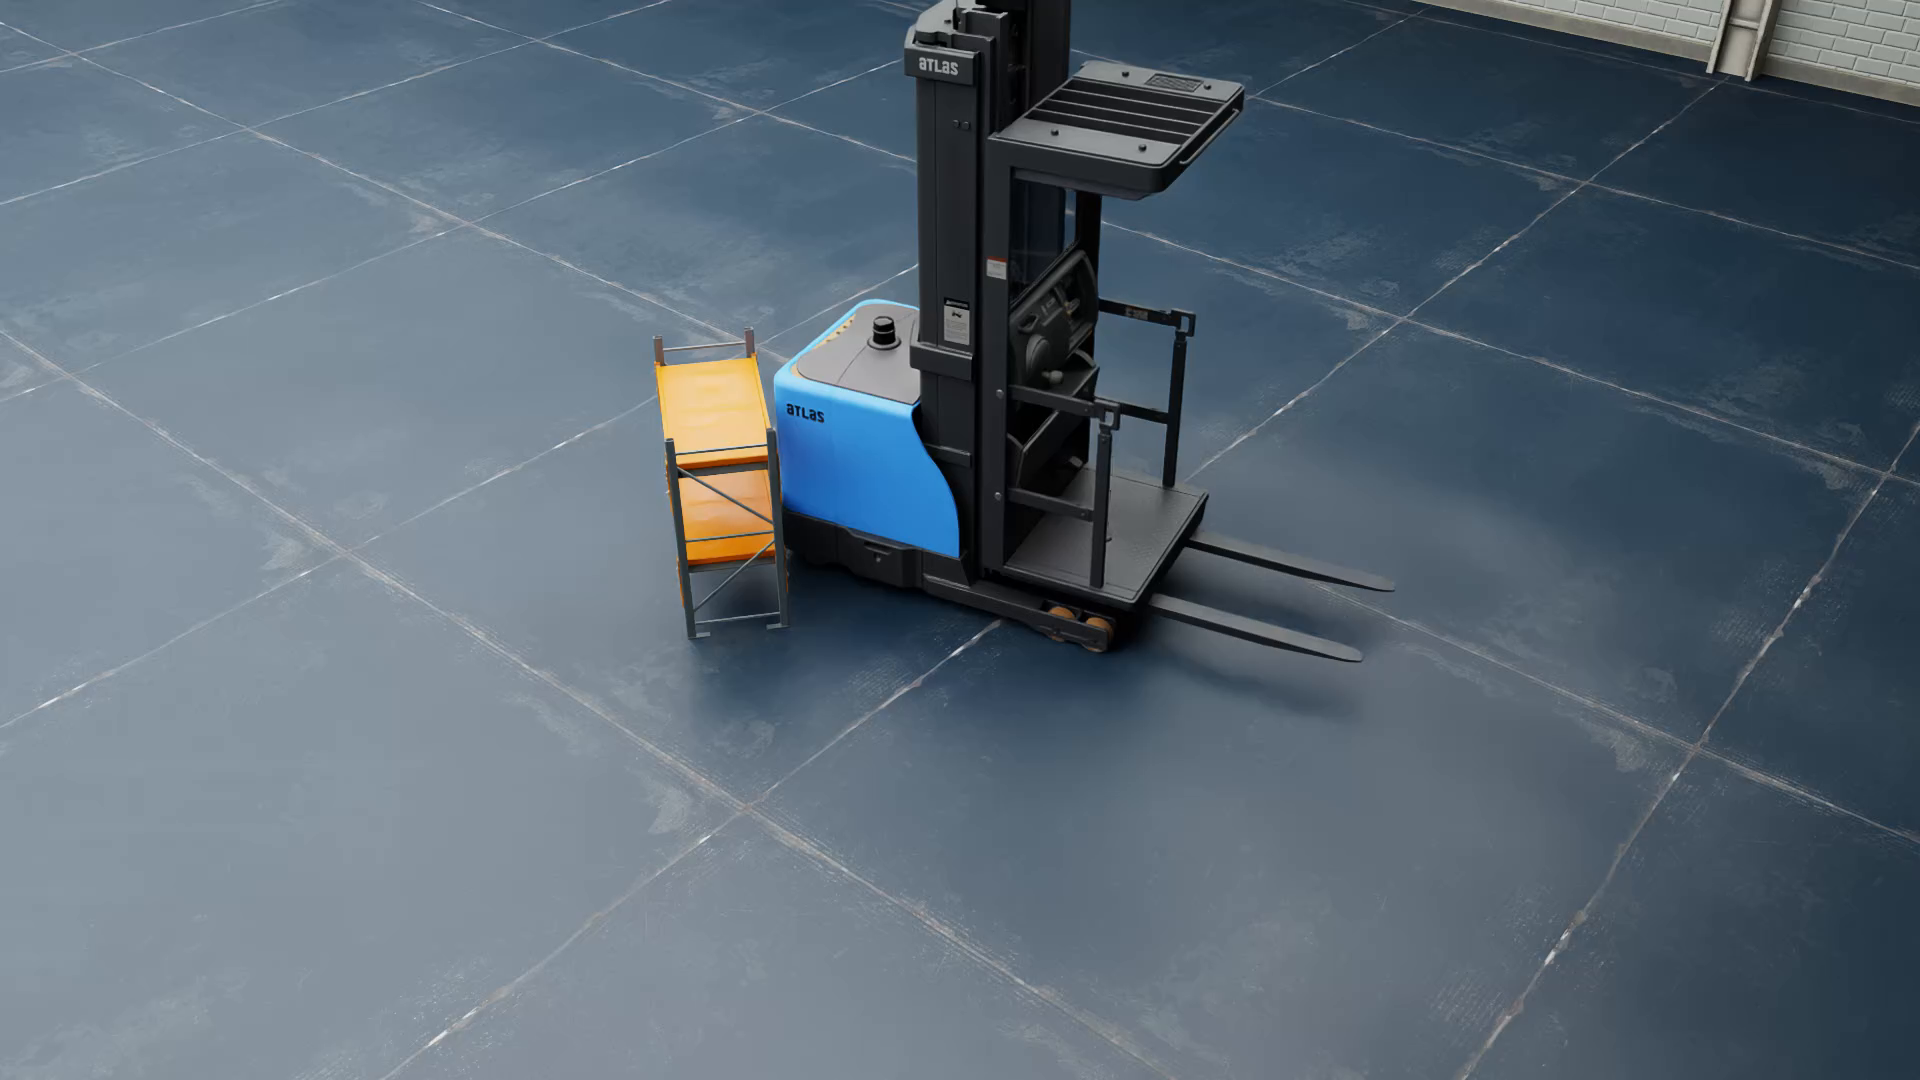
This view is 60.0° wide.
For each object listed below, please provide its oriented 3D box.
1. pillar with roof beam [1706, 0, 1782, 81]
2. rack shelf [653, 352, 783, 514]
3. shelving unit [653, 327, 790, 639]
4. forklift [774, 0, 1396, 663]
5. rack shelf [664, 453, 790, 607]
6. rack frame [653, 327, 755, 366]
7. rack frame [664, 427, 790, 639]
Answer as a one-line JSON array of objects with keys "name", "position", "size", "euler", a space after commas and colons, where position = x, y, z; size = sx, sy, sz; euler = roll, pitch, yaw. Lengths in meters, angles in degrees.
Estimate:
[{"name": "pillar with roof beam", "position": [4.209, -6.044, 9.684], "size": [0.400, 9.000, 9.100], "euler": [25, 42, 32]}, {"name": "rack shelf", "position": [-1.190, -0.538, 8.105], "size": [0.538, 0.278, 1.000], "euler": [-7, 35, -10]}, {"name": "shelving unit", "position": [-1.190, -0.297, 8.271], "size": [0.538, 1.125, 1.048], "euler": [-7, 35, -10]}, {"name": "forklift", "position": [0.625, -1.010, 7.715], "size": [3.031, 2.935, 1.130], "euler": [15, 37, 21]}, {"name": "rack shelf", "position": [-1.190, -0.095, 8.409], "size": [0.538, 0.278, 1.000], "euler": [-7, 35, -10]}, {"name": "rack frame", "position": [-1.292, -0.579, 8.681], "size": [0.500, 1.125, 0.032], "euler": [-7, 35, -10]}, {"name": "rack frame", "position": [-1.088, -0.015, 7.860], "size": [0.500, 1.125, 0.032], "euler": [-7, 35, -10]}]
